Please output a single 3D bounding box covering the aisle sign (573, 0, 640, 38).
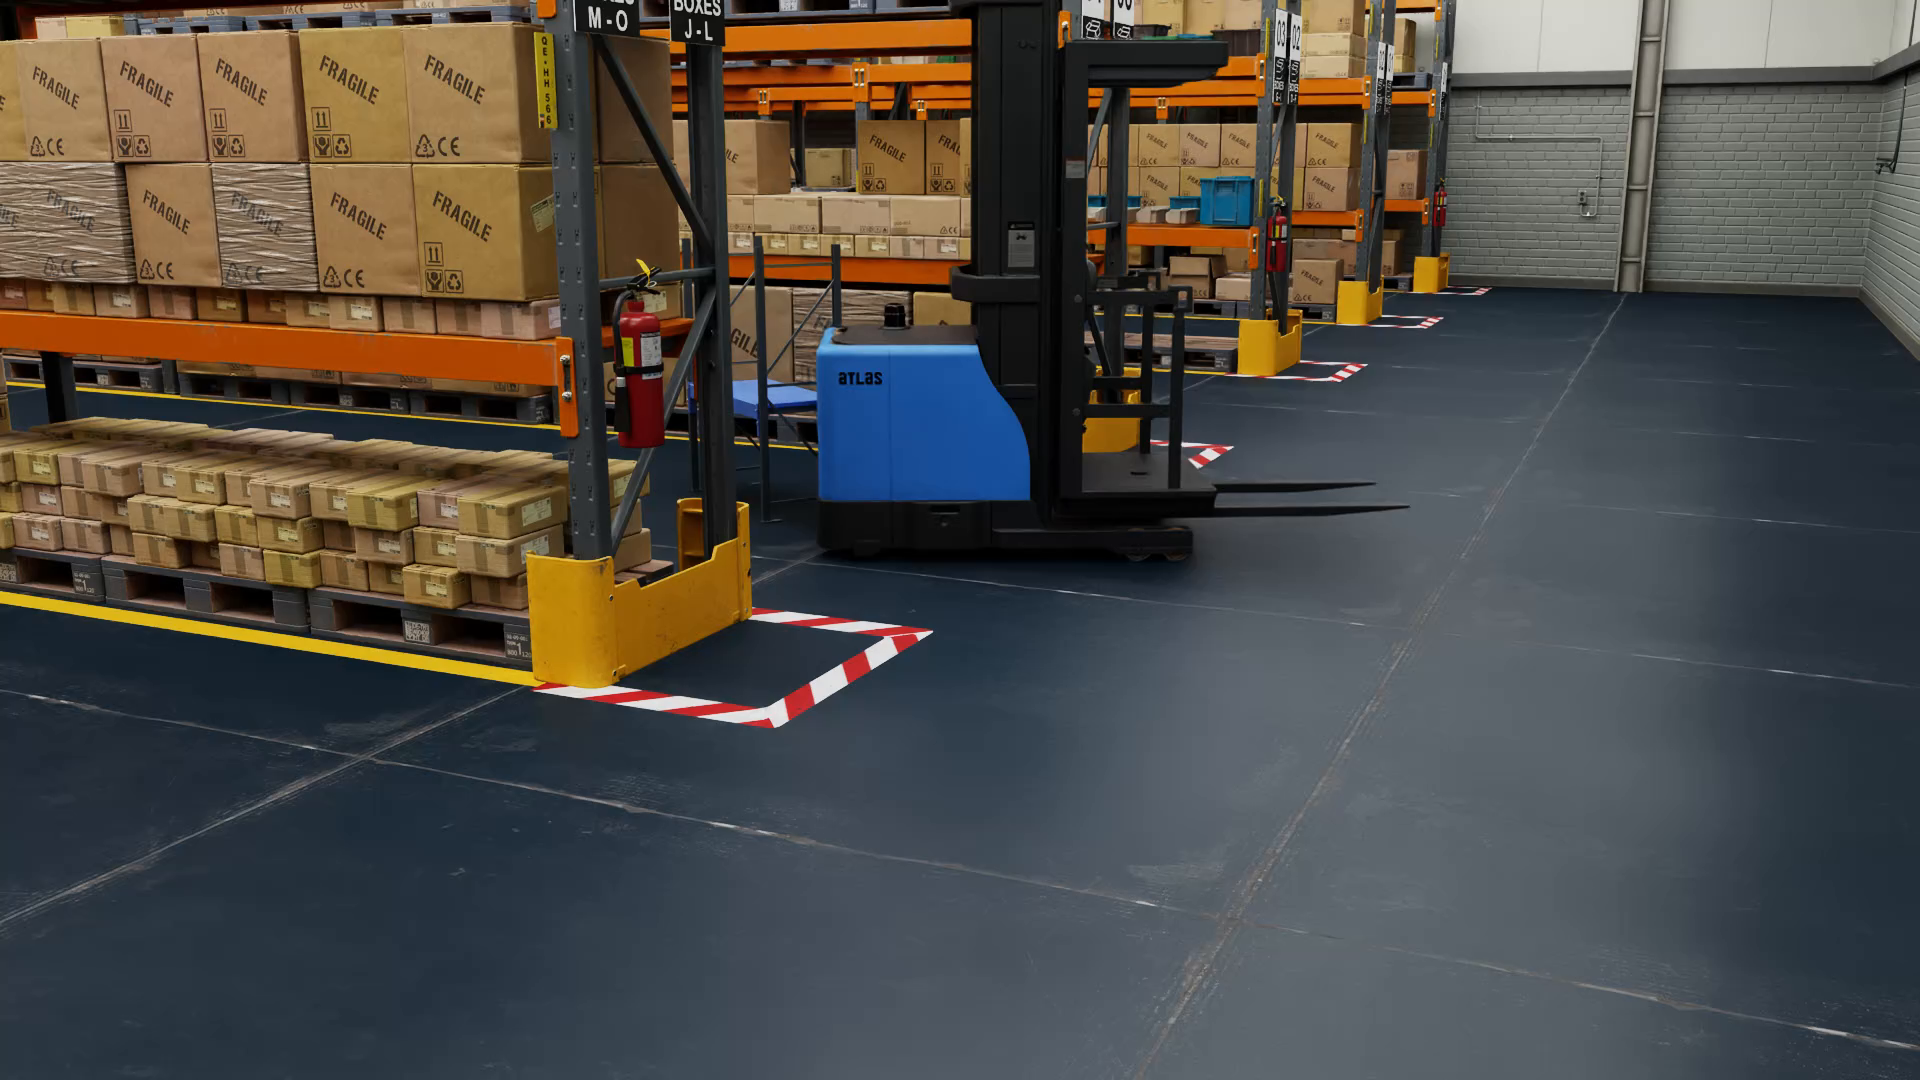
[{"bbox_3d":[-1.274,-2.215,5.939,0.004,0.787,0.394,6,14,23],"label":"aisle sign"}]

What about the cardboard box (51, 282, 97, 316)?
[{"bbox_3d":[-3.769,-1.087,7.371,0.250,0.149,0.380,6,15,24],"label":"cardboard box"}]

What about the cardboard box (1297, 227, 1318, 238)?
[{"bbox_3d":[5.255,-4.644,25.112,0.250,0.149,0.380,6,14,24],"label":"cardboard box"}]

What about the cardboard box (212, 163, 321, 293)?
[{"bbox_3d":[-2.671,-1.294,6.834,0.500,0.500,0.500,6,14,23],"label":"cardboard box"}]

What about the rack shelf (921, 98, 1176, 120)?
[{"bbox_3d":[1.415,-6.815,26.240,4.000,0.370,1.077,6,14,23],"label":"rack shelf"}]

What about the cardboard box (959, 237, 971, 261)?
[{"bbox_3d":[0.184,-1.911,10.884,0.250,0.149,0.380,6,14,24],"label":"cardboard box"}]

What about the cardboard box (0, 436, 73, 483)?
[{"bbox_3d":[-4.418,-0.382,7.838,0.250,0.149,0.380,7,15,26],"label":"cardboard box"}]

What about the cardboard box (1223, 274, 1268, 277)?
[{"bbox_3d":[3.601,-3.192,20.849,0.500,0.250,0.500,6,14,23],"label":"cardboard box"}]

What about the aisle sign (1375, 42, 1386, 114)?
[{"bbox_3d":[4.836,-5.310,19.127,0.004,0.787,0.394,6,14,23],"label":"aisle sign"}]

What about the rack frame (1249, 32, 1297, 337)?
[{"bbox_3d":[2.888,-3.080,15.316,0.127,3.000,1.000,6,14,23],"label":"rack frame"}]

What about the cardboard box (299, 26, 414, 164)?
[{"bbox_3d":[-2.202,-1.737,6.531,0.500,0.500,0.500,5,14,21],"label":"cardboard box"}]

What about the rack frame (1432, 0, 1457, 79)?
[{"bbox_3d":[6.901,-8.070,23.449,0.127,3.000,1.000,6,14,23],"label":"rack frame"}]

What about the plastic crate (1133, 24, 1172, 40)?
[{"bbox_3d":[1.602,-4.709,15.827,0.767,0.338,0.504,6,14,23],"label":"plastic crate"}]

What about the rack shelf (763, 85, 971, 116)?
[{"bbox_3d":[-0.588,-5.780,21.829,4.000,0.370,1.077,6,14,23],"label":"rack shelf"}]

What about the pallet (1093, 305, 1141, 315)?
[{"bbox_3d":[1.868,-3.063,21.348,1.213,0.211,1.003,6,14,23],"label":"pallet"}]

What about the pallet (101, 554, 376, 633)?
[{"bbox_3d":[-3.129,0.136,7.715,1.213,0.211,1.003,6,14,23],"label":"pallet"}]

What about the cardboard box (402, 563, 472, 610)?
[{"bbox_3d":[-2.062,0.157,6.843,0.250,0.149,0.380,6,15,25],"label":"cardboard box"}]

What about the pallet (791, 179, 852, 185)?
[{"bbox_3d":[-2.240,-5.971,28.055,1.213,0.211,1.003,6,14,23],"label":"pallet"}]

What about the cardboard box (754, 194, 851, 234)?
[{"bbox_3d":[-1.076,-2.248,11.448,0.500,0.250,0.500,6,14,23],"label":"cardboard box"}]

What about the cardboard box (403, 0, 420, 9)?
[{"bbox_3d":[-4.076,-4.127,12.843,0.250,0.149,0.380,5,14,21],"label":"cardboard box"}]

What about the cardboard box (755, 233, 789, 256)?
[{"bbox_3d":[-1.214,-2.053,11.487,0.250,0.149,0.380,5,14,22],"label":"cardboard box"}]

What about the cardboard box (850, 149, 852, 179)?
[{"bbox_3d":[-1.996,-6.305,27.875,0.500,0.500,0.700,6,14,23],"label":"cardboard box"}]

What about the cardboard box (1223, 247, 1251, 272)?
[{"bbox_3d":[4.344,-4.369,25.362,0.500,0.500,0.700,6,14,23],"label":"cardboard box"}]

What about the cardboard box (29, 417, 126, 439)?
[{"bbox_3d":[-4.446,-0.517,8.411,0.250,0.149,0.380,6,15,25],"label":"cardboard box"}]

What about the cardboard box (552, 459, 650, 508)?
[{"bbox_3d":[-1.561,-0.245,7.251,0.250,0.149,0.380,5,14,21],"label":"cardboard box"}]

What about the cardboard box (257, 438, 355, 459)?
[{"bbox_3d":[-3.041,-0.366,7.766,0.250,0.149,0.380,6,14,23],"label":"cardboard box"}]

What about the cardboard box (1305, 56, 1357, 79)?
[{"bbox_3d":[4.321,-5.494,19.366,0.500,0.250,0.500,6,14,23],"label":"cardboard box"}]

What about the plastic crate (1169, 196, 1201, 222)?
[{"bbox_3d":[2.194,-3.181,15.978,0.300,0.233,0.416,6,14,23],"label":"plastic crate"}]

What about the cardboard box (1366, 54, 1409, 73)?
[{"bbox_3d":[6.124,-6.802,23.802,0.500,0.250,0.500,6,15,25],"label":"cardboard box"}]

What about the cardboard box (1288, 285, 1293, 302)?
[{"bbox_3d":[3.967,-3.004,20.232,0.250,0.166,0.380,6,14,23],"label":"cardboard box"}]

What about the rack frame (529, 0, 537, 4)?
[{"bbox_3d":[-2.775,-5.337,11.799,0.127,3.000,1.000,6,14,23],"label":"rack frame"}]

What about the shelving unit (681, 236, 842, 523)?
[{"bbox_3d":[-1.135,-0.952,9.531,0.538,1.500,1.048,-8,15,-30],"label":"shelving unit"}]

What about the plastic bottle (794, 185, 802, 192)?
[{"bbox_3d":[-1.684,-3.473,17.098,0.185,0.351,0.144,6,14,23],"label":"plastic bottle"}]

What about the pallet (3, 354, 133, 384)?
[{"bbox_3d":[-8.258,-1.614,15.172,1.213,0.211,1.003,6,14,23],"label":"pallet"}]

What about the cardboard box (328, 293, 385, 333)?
[{"bbox_3d":[-2.323,-0.938,6.735,0.250,0.149,0.380,6,15,25],"label":"cardboard box"}]

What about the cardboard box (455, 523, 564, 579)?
[{"bbox_3d":[-1.818,0.030,6.730,0.250,0.149,0.380,5,14,22],"label":"cardboard box"}]

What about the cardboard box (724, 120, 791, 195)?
[{"bbox_3d":[-1.516,-2.661,11.563,0.500,0.500,0.500,5,14,21],"label":"cardboard box"}]

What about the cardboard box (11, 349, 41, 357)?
[{"bbox_3d":[-8.087,-1.941,14.968,0.500,0.500,0.700,7,15,28],"label":"cardboard box"}]

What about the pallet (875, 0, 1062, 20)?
[{"bbox_3d":[0.199,-3.529,10.858,1.213,0.211,1.003,6,14,23],"label":"pallet"}]

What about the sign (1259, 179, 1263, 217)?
[{"bbox_3d":[2.680,-3.043,14.801,0.005,0.325,0.100,6,14,23],"label":"sign"}]

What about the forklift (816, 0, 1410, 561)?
[{"bbox_3d":[0.780,-1.444,8.494,3.031,2.935,1.130,-1,13,-2],"label":"forklift"}]

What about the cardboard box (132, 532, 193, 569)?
[{"bbox_3d":[-3.471,0.007,7.482,0.250,0.149,0.380,5,14,22],"label":"cardboard box"}]

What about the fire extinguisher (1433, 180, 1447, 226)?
[{"bbox_3d":[6.852,-4.820,23.716,0.183,0.674,0.296,6,14,23],"label":"fire extinguisher"}]

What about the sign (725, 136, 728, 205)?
[{"bbox_3d":[-1.000,-1.554,6.916,0.005,0.325,0.100,6,14,23],"label":"sign"}]

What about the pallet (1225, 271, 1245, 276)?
[{"bbox_3d":[3.907,-4.075,25.661,1.213,0.211,1.003,6,14,23],"label":"pallet"}]

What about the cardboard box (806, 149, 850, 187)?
[{"bbox_3d":[-1.795,-5.073,22.671,0.500,0.500,0.700,1,13,4],"label":"cardboard box"}]

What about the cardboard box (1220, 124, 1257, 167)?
[{"bbox_3d":[3.441,-4.727,19.927,0.500,0.500,0.500,6,15,25],"label":"cardboard box"}]

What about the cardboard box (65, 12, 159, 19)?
[{"bbox_3d":[-6.970,-4.530,13.616,0.500,0.500,0.500,6,15,25],"label":"cardboard box"}]

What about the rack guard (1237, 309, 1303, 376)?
[{"bbox_3d":[2.915,-1.864,15.604,0.348,0.500,1.175,6,14,23],"label":"rack guard"}]

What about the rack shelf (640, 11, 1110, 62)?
[{"bbox_3d":[-0.947,-3.341,11.435,4.000,0.370,1.077,6,14,23],"label":"rack shelf"}]

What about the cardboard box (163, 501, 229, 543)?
[{"bbox_3d":[-3.262,-0.110,7.327,0.250,0.149,0.380,6,14,24],"label":"cardboard box"}]

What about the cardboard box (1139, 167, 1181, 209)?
[{"bbox_3d":[2.522,-4.336,20.448,0.500,0.500,0.500,6,14,23],"label":"cardboard box"}]

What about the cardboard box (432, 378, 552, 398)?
[{"bbox_3d":[-3.369,-1.641,12.914,0.875,0.875,1.225,6,14,23],"label":"cardboard box"}]

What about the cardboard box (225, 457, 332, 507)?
[{"bbox_3d":[-2.976,-0.252,7.282,0.250,0.149,0.380,5,14,21],"label":"cardboard box"}]

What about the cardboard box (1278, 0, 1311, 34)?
[{"bbox_3d":[3.998,-6.218,19.716,0.500,0.500,0.700,6,14,23],"label":"cardboard box"}]
